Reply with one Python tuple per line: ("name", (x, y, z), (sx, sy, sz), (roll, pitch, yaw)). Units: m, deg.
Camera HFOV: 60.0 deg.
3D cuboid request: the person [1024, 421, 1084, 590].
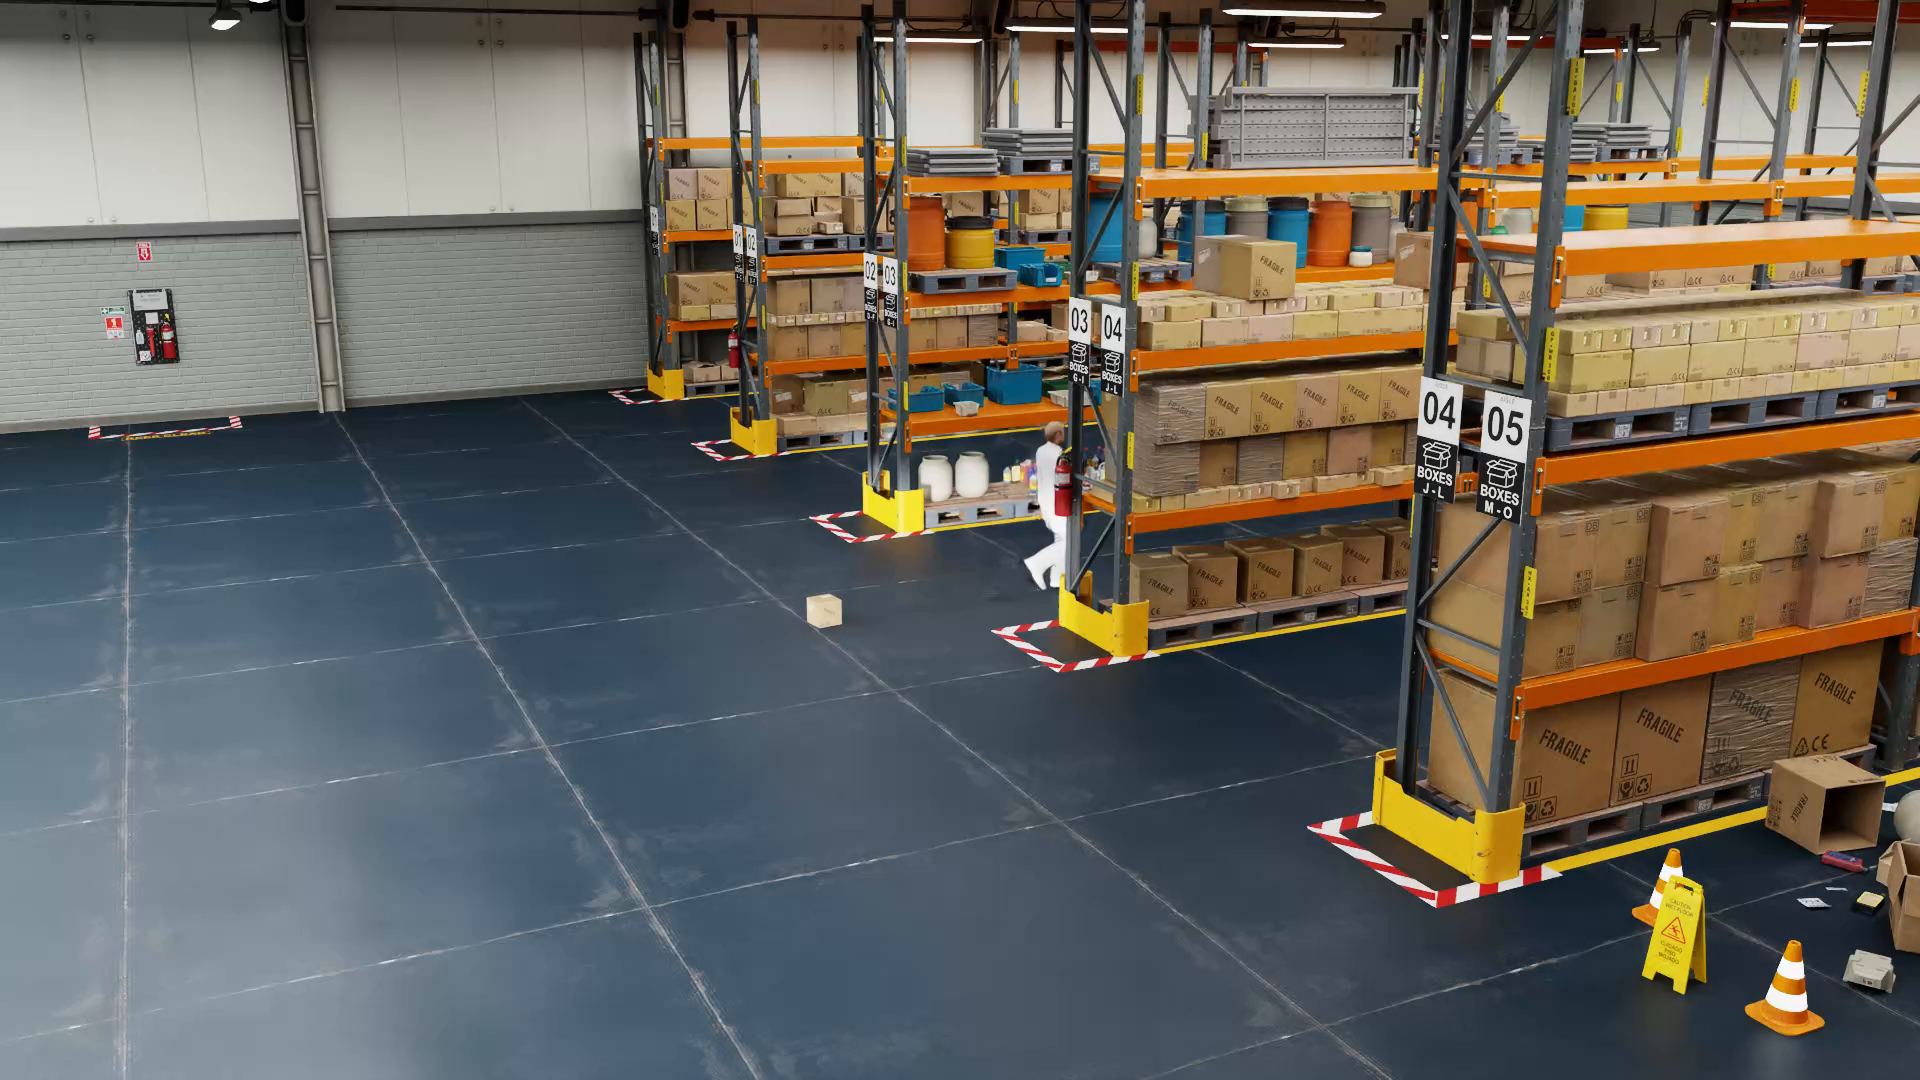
("person", (0.976, -0.351, 17.117), (0.731, 1.761, 0.591), (-6, 16, -21))
